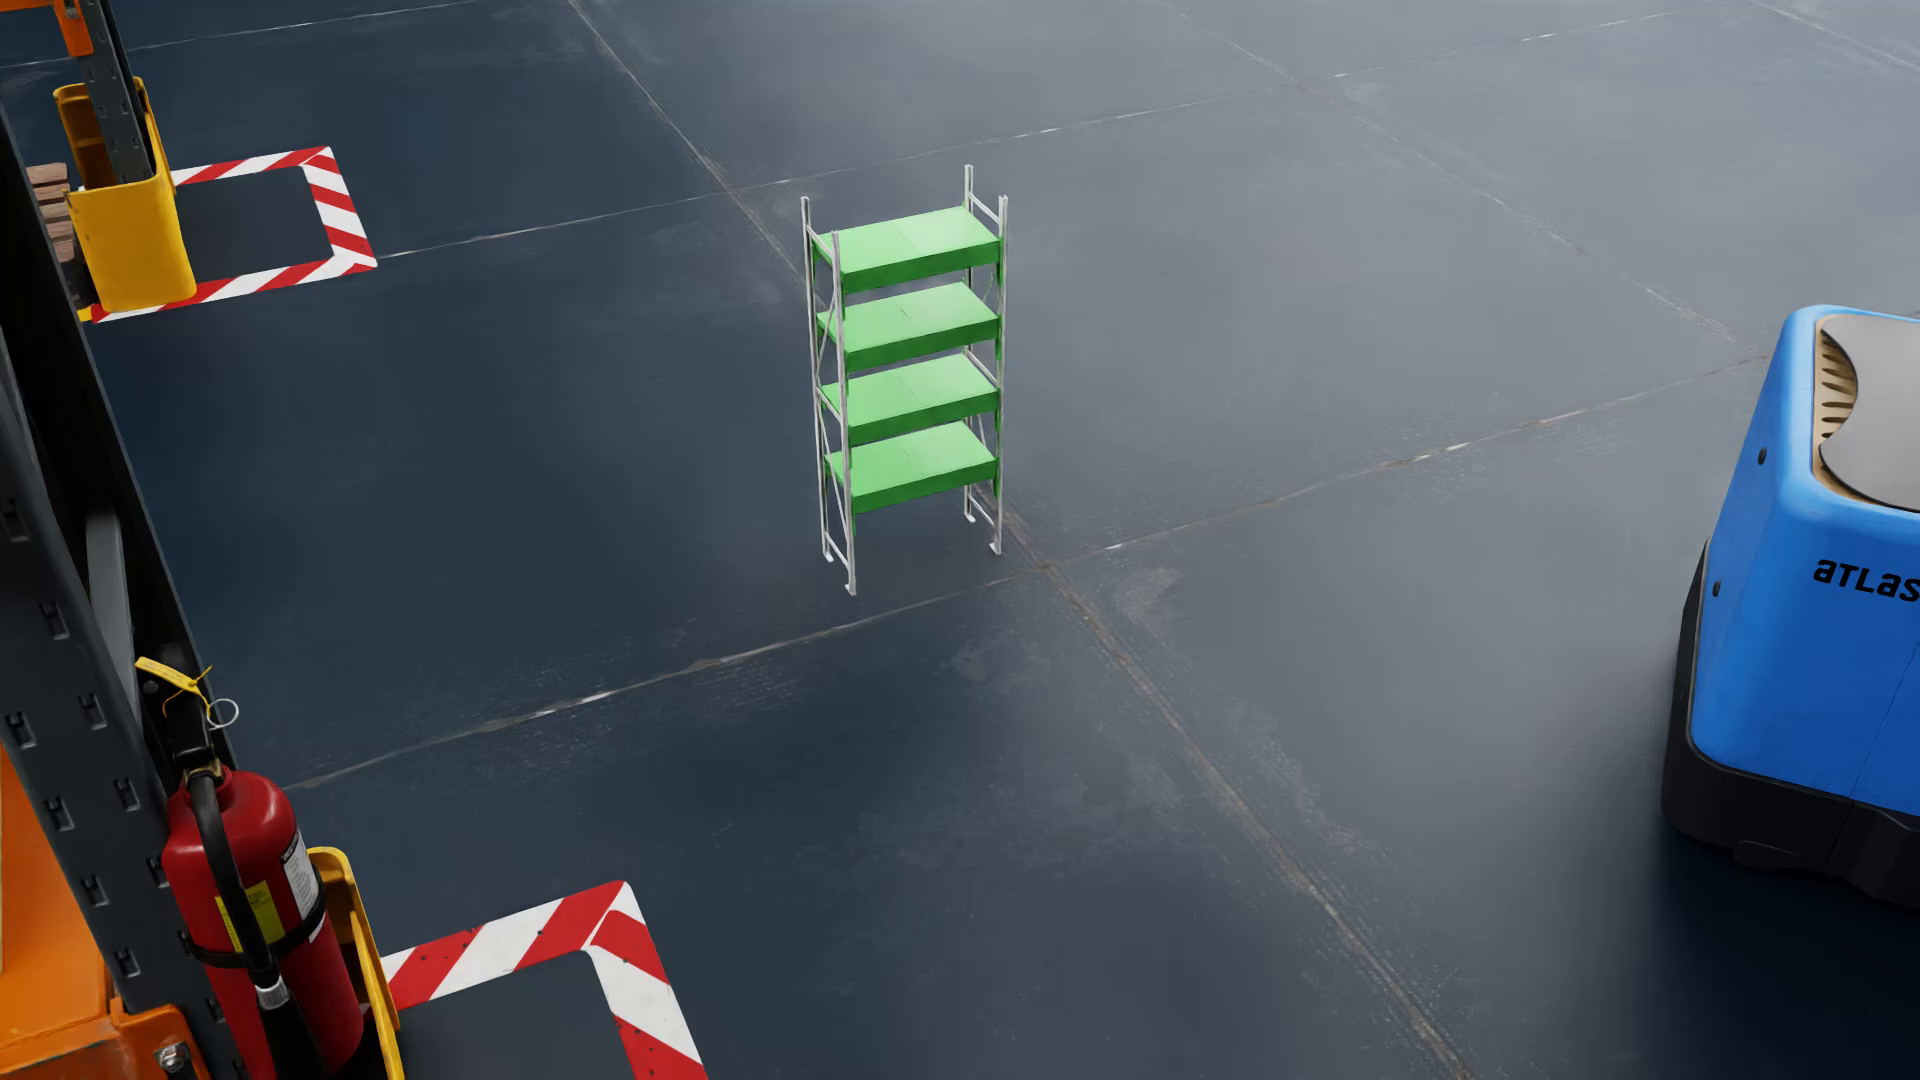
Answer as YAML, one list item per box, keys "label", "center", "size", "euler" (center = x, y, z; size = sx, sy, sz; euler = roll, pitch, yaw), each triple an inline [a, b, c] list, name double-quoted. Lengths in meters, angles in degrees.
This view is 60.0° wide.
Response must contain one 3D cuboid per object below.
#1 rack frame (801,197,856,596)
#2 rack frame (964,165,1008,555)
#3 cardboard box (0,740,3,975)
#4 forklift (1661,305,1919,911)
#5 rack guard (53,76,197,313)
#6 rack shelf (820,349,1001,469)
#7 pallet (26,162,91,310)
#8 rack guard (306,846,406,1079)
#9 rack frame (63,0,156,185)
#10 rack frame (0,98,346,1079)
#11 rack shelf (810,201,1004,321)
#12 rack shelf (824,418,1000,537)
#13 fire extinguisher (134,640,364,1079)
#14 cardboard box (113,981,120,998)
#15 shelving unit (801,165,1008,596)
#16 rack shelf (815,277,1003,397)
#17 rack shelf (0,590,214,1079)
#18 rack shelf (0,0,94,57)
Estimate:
- label: "rack frame"
  center: [-0.371, -0.378, 4.753]
  size: [0.015, 1.200, 0.240]
  euler: [-16, 39, -20]
- label: "rack frame"
  center: [0.071, -0.502, 4.919]
  size: [0.015, 1.200, 0.240]
  euler: [-16, 39, -20]
- label: "cardboard box"
  center: [-1.675, 0.271, 2.283]
  size: [0.500, 0.500, 0.700]
  euler: [-16, 39, -20]
- label: "forklift"
  center: [3.343, -0.333, 3.239]
  size: [3.031, 2.935, 1.130]
  euler: [14, 39, 18]
- label: "rack guard"
  center: [-3.397, -1.424, 6.750]
  size: [0.348, 0.500, 1.175]
  euler: [-16, 39, -20]
- label: "rack shelf"
  center: [-0.150, -0.389, 4.874]
  size: [0.480, 0.148, 0.258]
  euler: [-16, 39, -20]
- label: "pallet"
  center: [-4.134, -1.105, 6.563]
  size: [1.213, 0.211, 1.003]
  euler: [-16, 39, -20]
- label: "rack guard"
  center: [-1.225, 1.198, 3.216]
  size: [0.348, 0.500, 1.175]
  euler: [-16, 39, -20]
- label: "rack frame"
  center: [-3.348, -2.472, 6.065]
  size: [0.127, 3.000, 1.000]
  euler: [-16, 39, -20]
- label: "rack frame"
  center: [-1.247, 0.200, 2.463]
  size: [0.127, 3.000, 1.000]
  euler: [-16, 39, -20]
- label: "rack shelf"
  center: [-0.150, -0.774, 4.588]
  size: [0.480, 0.148, 0.258]
  euler: [-16, 39, -20]
- label: "rack shelf"
  center: [-0.150, -0.196, 5.017]
  size: [0.480, 0.148, 0.258]
  euler: [-16, 39, -20]
- label: "fire extinguisher"
  center: [-0.942, 0.452, 2.188]
  size: [0.183, 0.674, 0.296]
  euler: [-16, 39, -20]
- label: "cardboard box"
  center: [-1.827, 1.151, 3.135]
  size: [0.500, 0.250, 0.500]
  euler: [-16, 39, -20]
- label: "shelving unit"
  center: [-0.150, -0.440, 4.836]
  size: [0.503, 1.200, 0.258]
  euler: [-16, 39, -20]
- label: "rack shelf"
  center: [-0.150, -0.581, 4.731]
  size: [0.480, 0.148, 0.258]
  euler: [-16, 39, -20]
- label: "rack shelf"
  center: [-3.057, 0.995, 1.994]
  size: [4.000, 0.370, 1.077]
  euler: [-16, 39, -20]
- label: "rack shelf"
  center: [-5.158, -1.677, 5.597]
  size: [4.000, 0.370, 1.077]
  euler: [-16, 39, -20]
